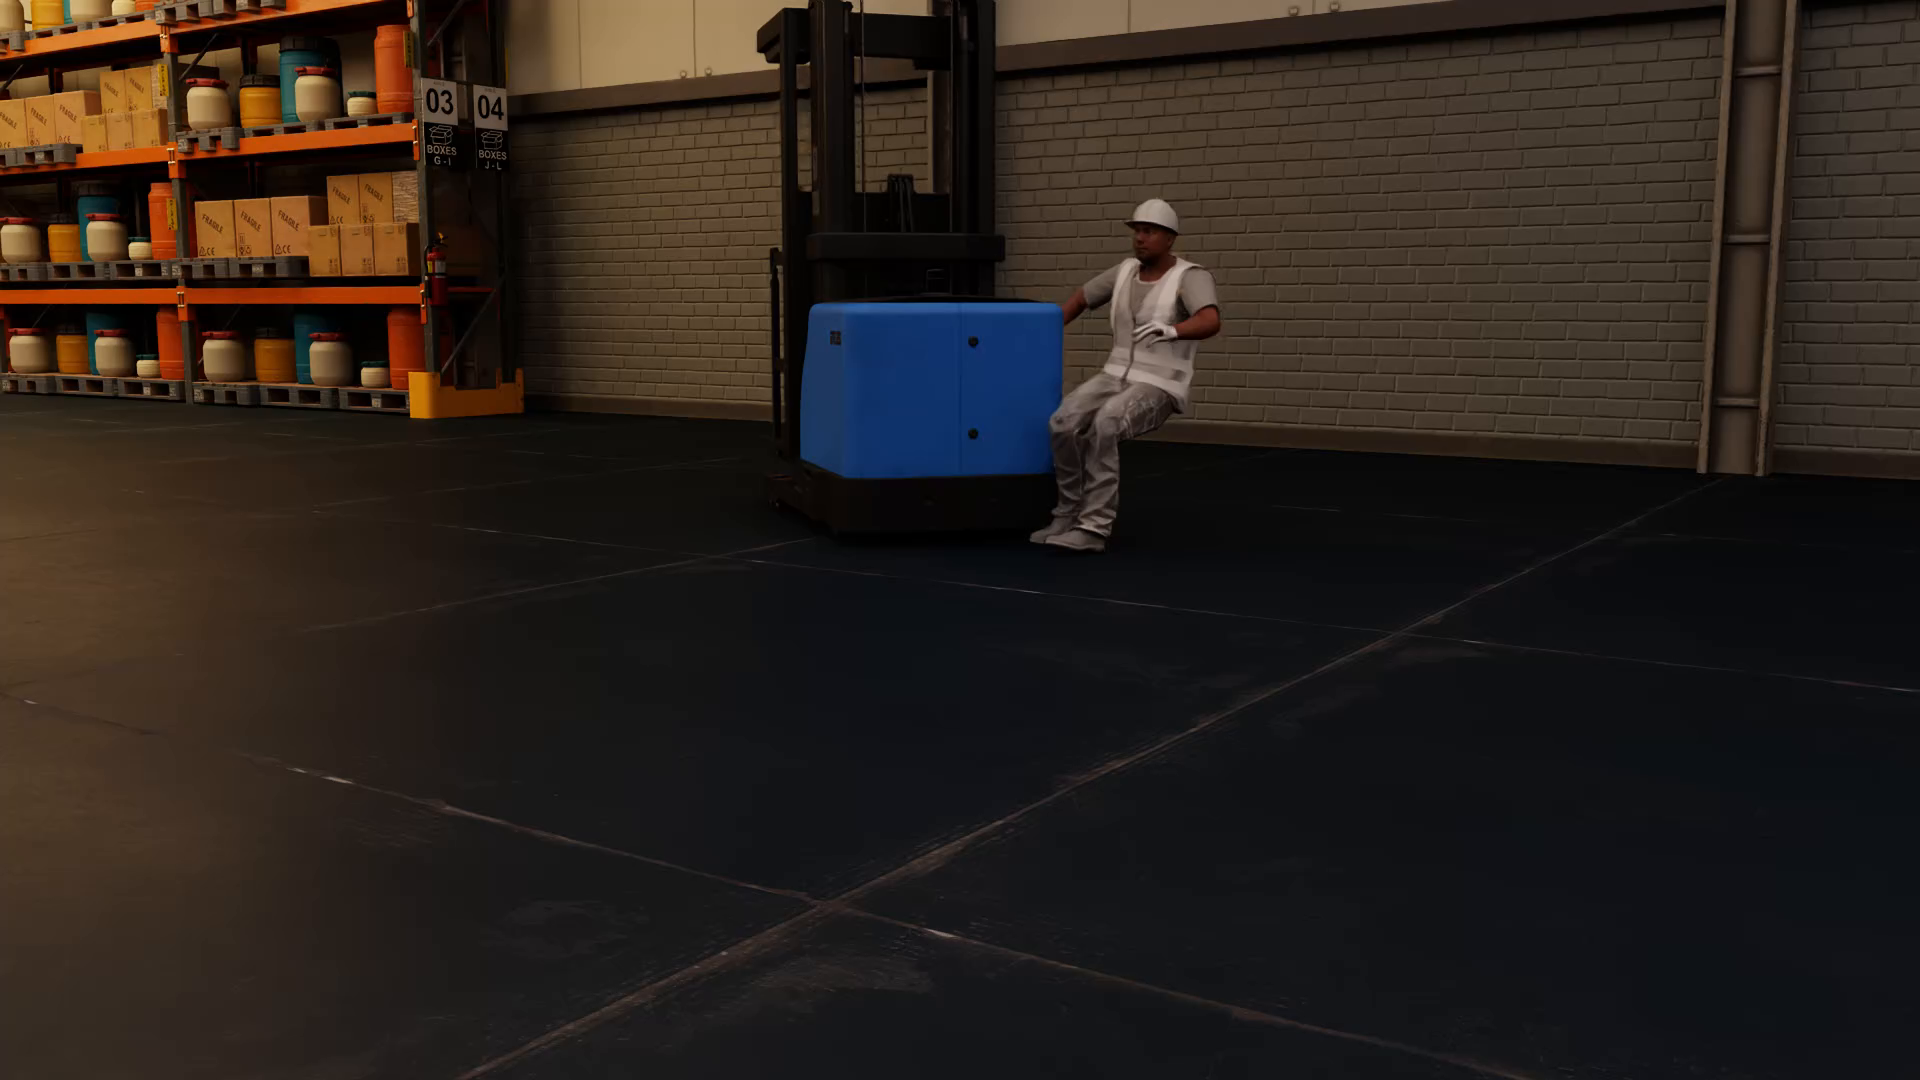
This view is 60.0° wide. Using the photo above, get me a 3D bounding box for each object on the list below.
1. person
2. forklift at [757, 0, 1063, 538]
[{"bbox_3d":[0.677,-0.729,7.339,0.922,1.540,0.885,6,10,37],"label":"person"},{"bbox_3d":[-0.431,-1.630,8.655,1.130,2.935,3.031,-2,8,-17],"label":"forklift"}]
